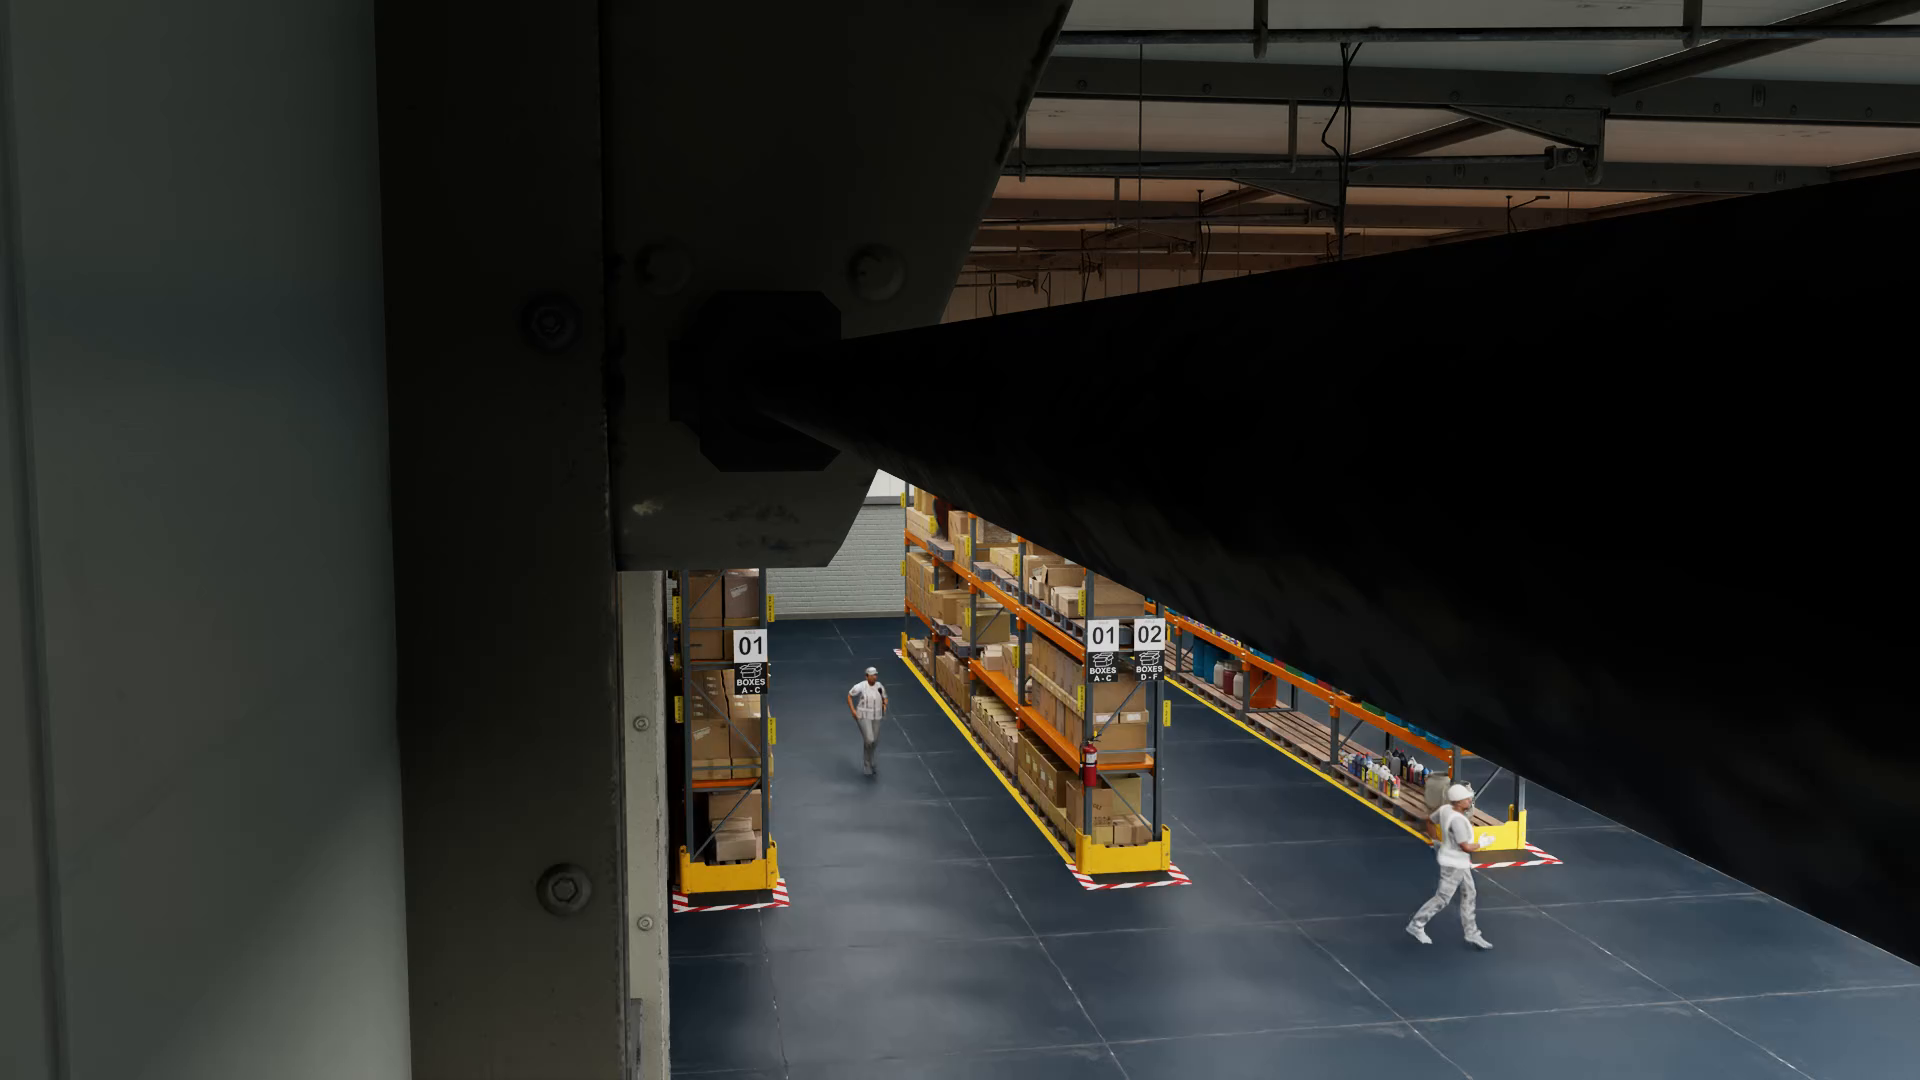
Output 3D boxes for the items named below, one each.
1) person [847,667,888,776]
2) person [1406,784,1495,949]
[{"bbox_3d":[-1.411,2.827,26.061,0.612,1.698,0.704,-4,7,-31],"label":"person"},{"bbox_3d":[5.339,3.546,18.073,0.929,1.812,0.672,1,6,11],"label":"person"}]
